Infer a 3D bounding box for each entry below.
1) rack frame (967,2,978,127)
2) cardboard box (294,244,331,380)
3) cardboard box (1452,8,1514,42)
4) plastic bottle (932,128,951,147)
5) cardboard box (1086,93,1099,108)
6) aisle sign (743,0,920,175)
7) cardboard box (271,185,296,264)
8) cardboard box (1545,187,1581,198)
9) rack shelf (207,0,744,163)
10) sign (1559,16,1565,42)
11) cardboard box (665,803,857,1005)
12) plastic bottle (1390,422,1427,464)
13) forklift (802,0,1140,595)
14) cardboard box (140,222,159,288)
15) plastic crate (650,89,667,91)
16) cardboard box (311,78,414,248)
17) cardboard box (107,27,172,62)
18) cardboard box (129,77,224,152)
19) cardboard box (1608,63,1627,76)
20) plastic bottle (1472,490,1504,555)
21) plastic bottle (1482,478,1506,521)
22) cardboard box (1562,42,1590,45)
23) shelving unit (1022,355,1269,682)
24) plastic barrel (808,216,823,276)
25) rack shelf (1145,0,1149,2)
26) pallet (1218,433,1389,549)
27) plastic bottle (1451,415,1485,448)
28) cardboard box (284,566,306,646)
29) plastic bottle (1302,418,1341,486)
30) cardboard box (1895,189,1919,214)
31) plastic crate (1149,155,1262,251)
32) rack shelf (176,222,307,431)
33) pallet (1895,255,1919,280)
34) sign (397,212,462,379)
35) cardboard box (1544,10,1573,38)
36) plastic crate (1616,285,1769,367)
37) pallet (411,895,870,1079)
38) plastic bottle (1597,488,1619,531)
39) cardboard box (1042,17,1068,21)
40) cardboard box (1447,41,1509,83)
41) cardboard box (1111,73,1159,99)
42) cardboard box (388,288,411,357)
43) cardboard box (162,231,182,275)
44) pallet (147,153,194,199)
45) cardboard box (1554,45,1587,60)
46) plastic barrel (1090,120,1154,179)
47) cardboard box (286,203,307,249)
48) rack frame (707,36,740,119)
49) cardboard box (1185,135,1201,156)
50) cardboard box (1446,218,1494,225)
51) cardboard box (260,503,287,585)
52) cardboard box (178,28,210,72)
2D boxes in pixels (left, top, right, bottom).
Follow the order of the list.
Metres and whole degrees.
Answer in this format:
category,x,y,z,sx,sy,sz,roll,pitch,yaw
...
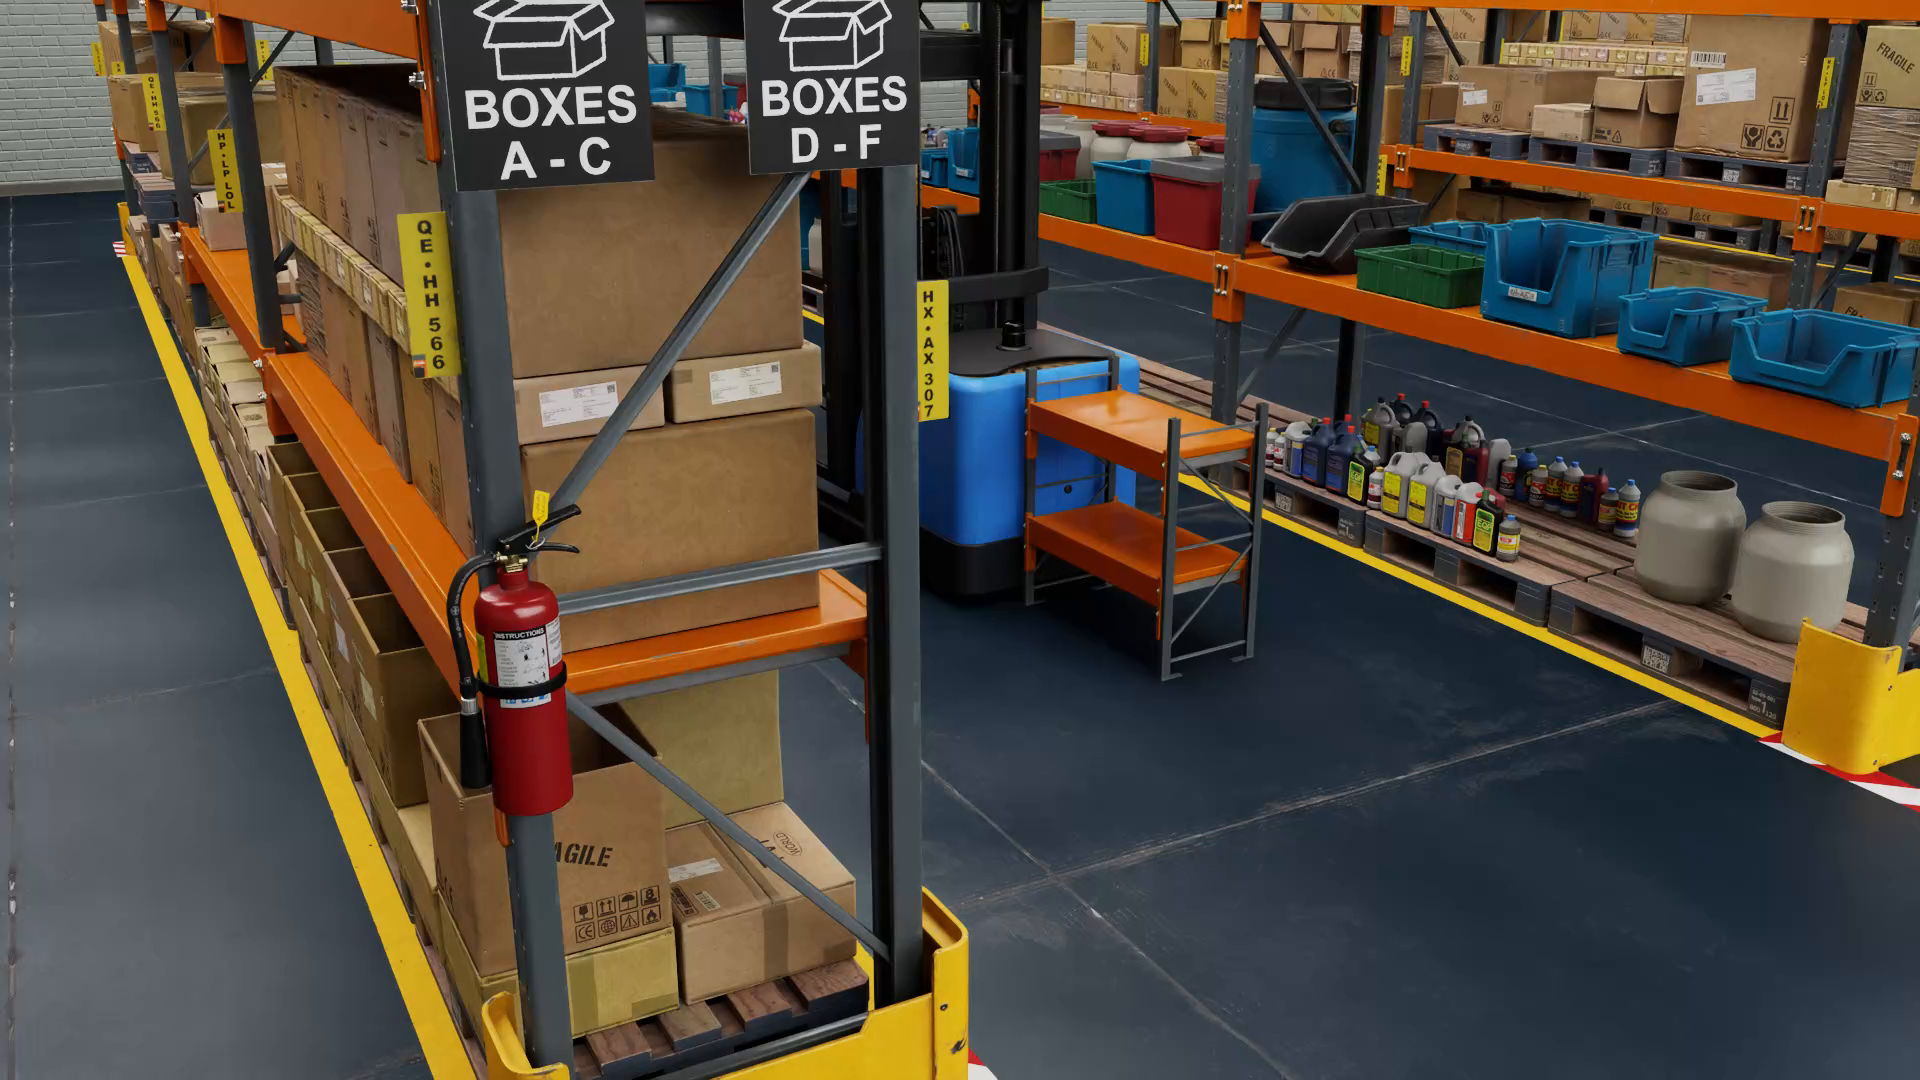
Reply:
category,x,y,z,sx,sy,sz,roll,pitch,yaw
rack frame,0.559,-6.031,21.510,1.000,3.000,0.127,-10,21,-27
cardboard box,-2.246,-0.973,6.701,0.700,0.500,0.500,-11,22,-28
cardboard box,6.410,-6.375,20.366,0.500,0.500,0.500,-11,22,-29
plastic bottle,-0.142,-3.215,13.541,0.152,0.276,0.135,-10,21,-27
cardboard box,1.659,-5.022,18.971,0.380,0.149,0.250,-10,21,-26
aisle sign,-0.262,-1.162,3.414,0.394,0.787,0.004,-10,21,-27
cardboard box,-3.063,-1.474,8.151,0.500,0.500,0.500,-8,21,-23
cardboard box,7.242,-4.234,19.491,0.500,0.500,0.500,-9,21,-24
rack shelf,-1.513,-1.556,5.047,1.077,0.370,4.000,-10,21,-27
sign,7.358,-6.256,20.388,0.100,0.325,0.005,-10,21,-27
cardboard box,-0.622,1.009,4.681,0.500,0.250,0.500,-10,21,-27
plastic bottle,2.431,-0.514,9.023,0.152,0.276,0.135,-10,21,-27
forklift,-0.328,-1.561,8.662,1.130,2.935,3.031,-11,22,-30
cardboard box,-6.782,-2.495,14.421,0.500,0.500,0.500,-10,21,-27
plastic crate,-3.347,-4.713,17.856,0.416,0.233,0.300,-10,21,-27
cardboard box,-1.768,-1.298,5.652,0.700,0.500,0.500,-10,21,-27
cardboard box,-7.214,-4.265,14.708,0.500,0.500,0.500,-10,21,-26
cardboard box,-5.851,-3.237,12.616,0.700,0.500,0.500,-6,20,-18
cardboard box,7.398,-5.209,18.414,0.380,0.149,0.250,-10,22,-28
plastic bottle,2.468,-0.084,7.767,0.061,0.283,0.133,-9,21,-25
plastic bottle,2.538,-0.147,7.948,0.061,0.283,0.133,-10,21,-27
cardboard box,7.362,-5.821,19.731,0.380,0.149,0.250,-11,22,-28
shelving unit,0.777,-0.130,7.282,0.538,1.125,1.048,-11,22,-30
plastic barrel,-1.131,-2.600,14.737,0.421,0.512,0.421,0,19,0
rack shelf,1.509,-6.534,19.474,1.077,0.370,4.000,-10,21,-27
pallet,2.181,-0.301,9.181,1.003,0.211,1.213,-10,21,-27
plastic bottle,2.702,-0.486,8.829,0.144,0.351,0.185,-10,21,-27
cardboard box,-2.509,0.229,6.941,0.500,0.250,0.500,-10,21,-27
plastic bottle,1.917,-0.478,8.806,0.144,0.351,0.185,-9,21,-25
cardboard box,6.345,-2.218,10.845,0.380,0.149,0.250,-10,21,-27
plastic crate,1.399,-1.941,9.559,0.402,0.464,0.583,-10,21,-27
rack shelf,-3.412,-1.287,8.864,1.077,0.370,4.000,-10,21,-27
pallet,9.654,-2.567,15.748,1.003,0.211,1.213,-10,21,-27
sign,-1.047,-0.484,3.296,0.100,0.325,0.005,-10,21,-27
cardboard box,9.258,-7.904,25.252,0.500,0.500,0.500,-11,22,-28
plastic crate,2.994,-0.885,6.825,0.499,0.251,0.408,-10,21,-27
pallet,-0.963,1.201,4.828,1.003,0.211,1.213,-10,21,-27
plastic bottle,3.162,-0.154,8.095,0.097,0.201,0.097,0,19,0
cardboard box,1.022,-6.356,21.076,0.500,0.500,0.500,-10,21,-26
cardboard box,6.393,-5.905,20.535,0.500,0.500,0.500,-10,21,-27
cardboard box,2.018,-5.038,18.408,0.500,0.250,0.500,-10,22,-28
cardboard box,-1.402,-0.635,4.724,0.380,0.149,0.250,-9,21,-25
cardboard box,-5.533,-2.122,12.191,0.500,0.250,0.500,-10,22,-28
pallet,-5.290,-2.668,12.058,1.003,0.211,1.213,-10,21,-27
cardboard box,7.027,-5.573,19.013,0.380,0.149,0.250,-10,22,-27
plastic barrel,1.083,-2.526,11.146,0.433,0.535,0.433,0,19,0
cardboard box,-2.386,-1.227,6.442,0.380,0.149,0.250,-10,21,-26
rack frame,-1.900,-4.115,15.959,1.000,3.000,0.127,-10,21,-27
cardboard box,2.780,-3.896,17.937,1.225,0.875,0.875,-10,21,-26
cardboard box,4.694,-2.571,14.642,0.700,0.500,0.500,-11,22,-30
cardboard box,-2.915,-0.025,7.678,0.500,0.250,0.500,-10,22,-27
cardboard box,-6.483,-4.196,14.506,0.500,0.500,0.500,-11,22,-28
